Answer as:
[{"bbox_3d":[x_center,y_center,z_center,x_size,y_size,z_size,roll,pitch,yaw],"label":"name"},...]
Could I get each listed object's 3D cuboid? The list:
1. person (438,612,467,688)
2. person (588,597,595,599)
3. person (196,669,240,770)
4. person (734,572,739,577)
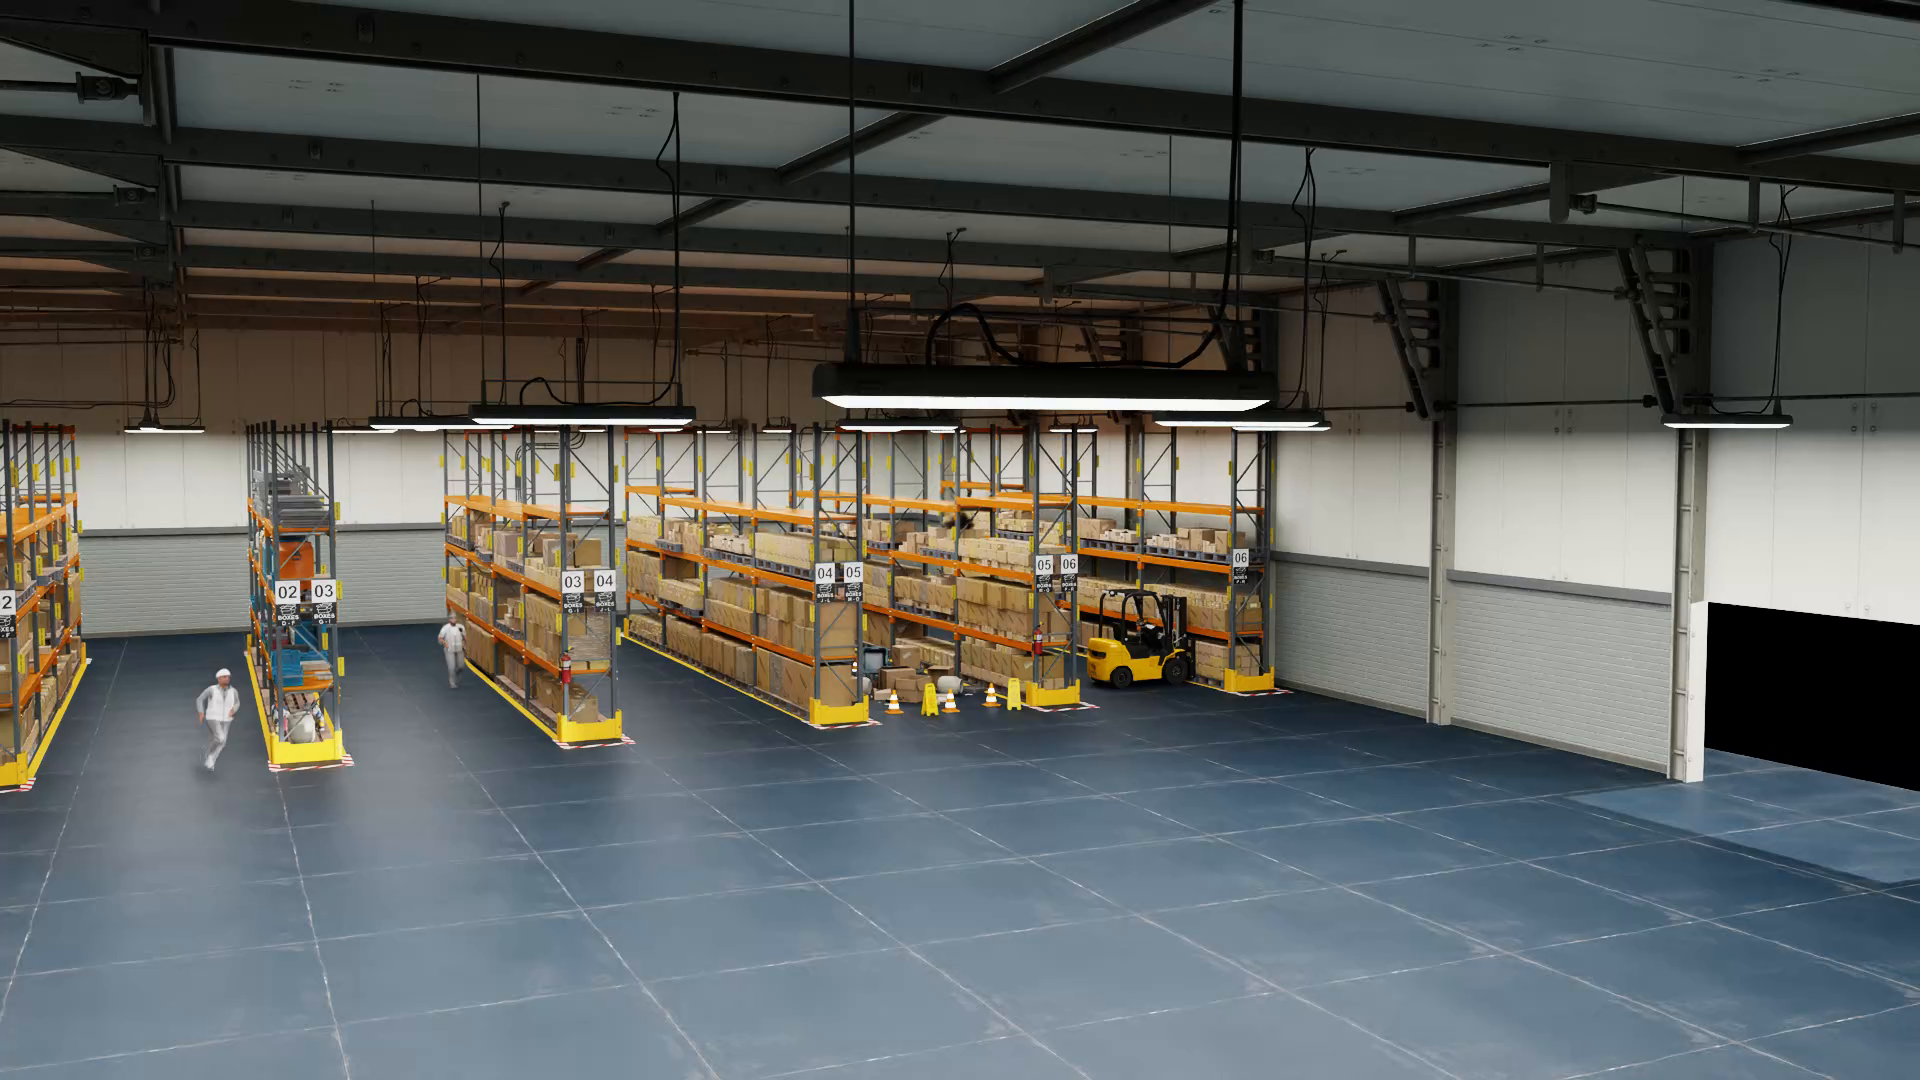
[{"bbox_3d":[-11.496,2.492,37.775,0.659,1.732,0.622,-2,4,-30],"label":"person"},{"bbox_3d":[-10.452,1.987,46.576,0.695,1.624,0.878,-1,4,-8],"label":"person"},{"bbox_3d":[-12.652,3.075,28.504,0.611,1.710,0.656,3,5,42],"label":"person"},{"bbox_3d":[-6.653,1.743,50.364,0.721,1.702,0.681,-1,4,-20],"label":"person"}]
